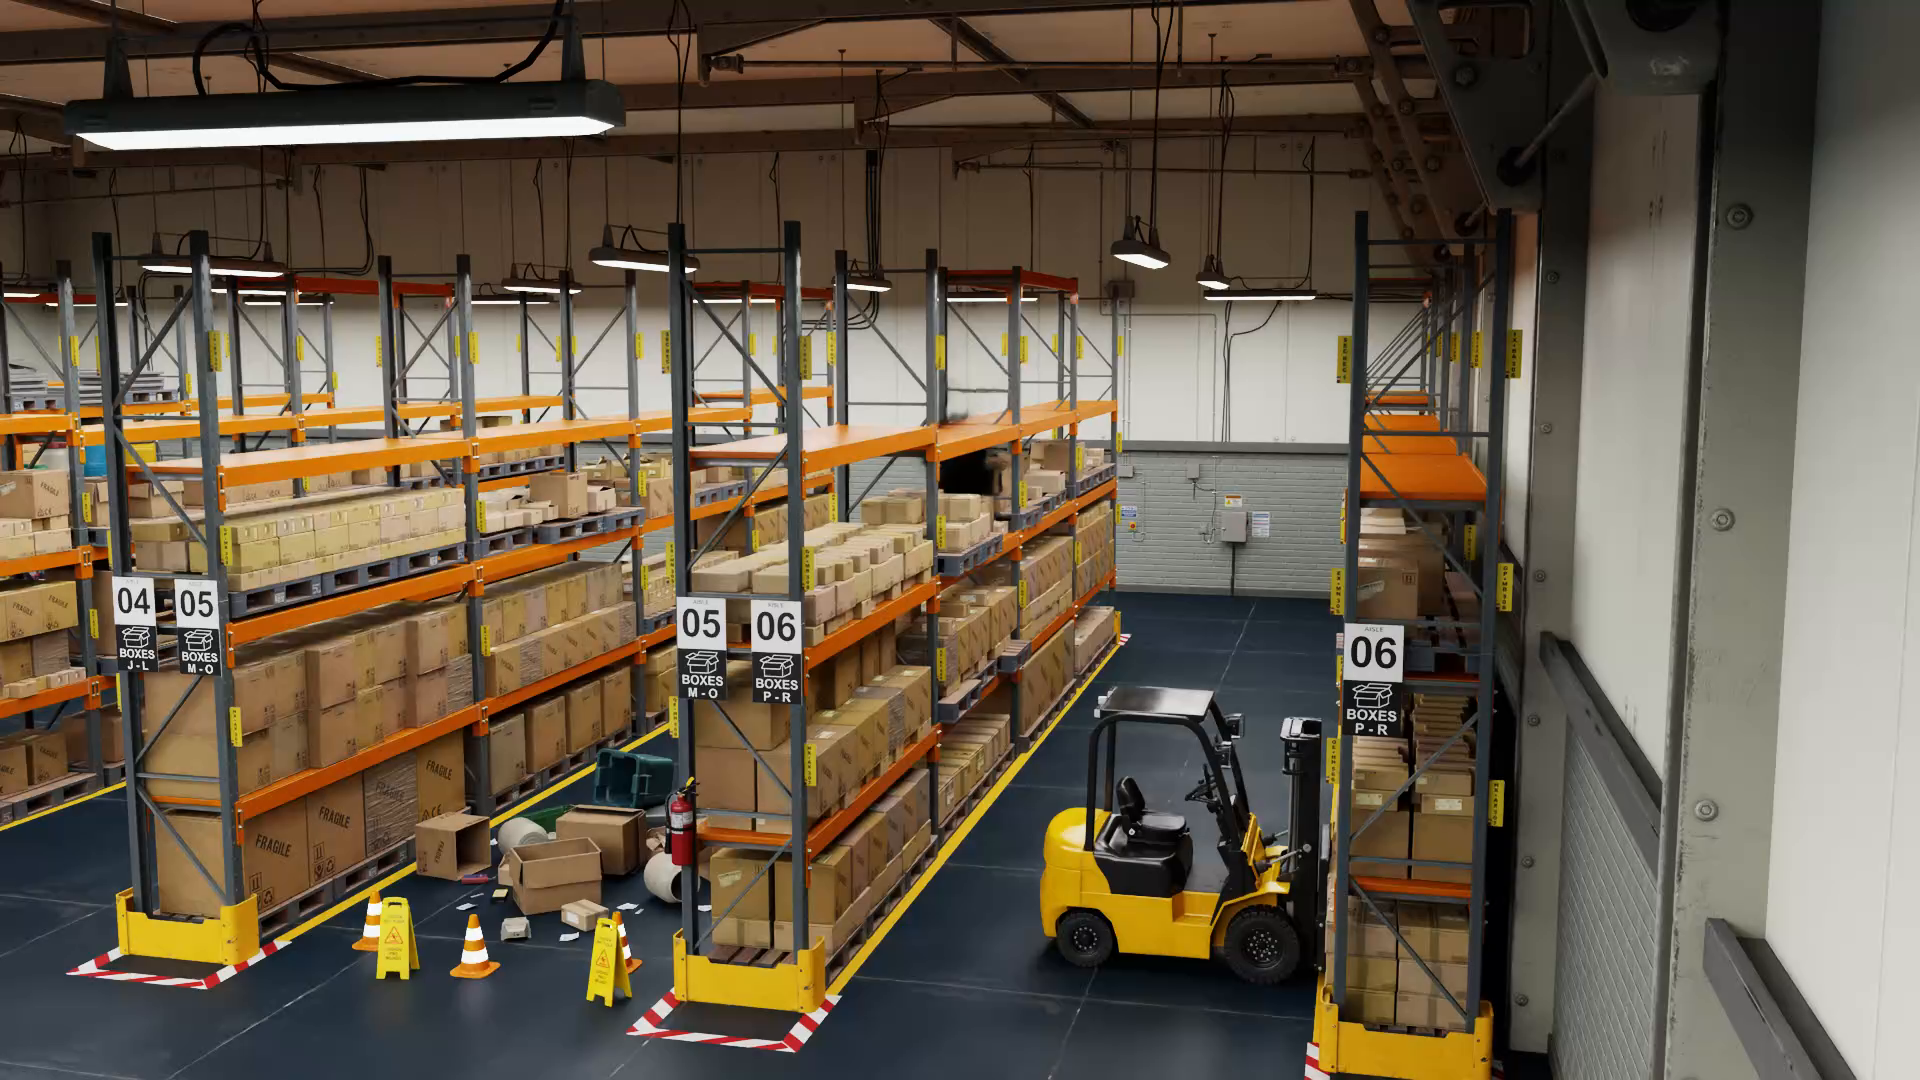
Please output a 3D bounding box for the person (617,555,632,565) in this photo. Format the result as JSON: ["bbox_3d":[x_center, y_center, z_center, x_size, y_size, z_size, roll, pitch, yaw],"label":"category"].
[{"bbox_3d":[-5.279,1.102,26.203,0.661,1.744,0.594,2,7,17],"label":"person"}]
